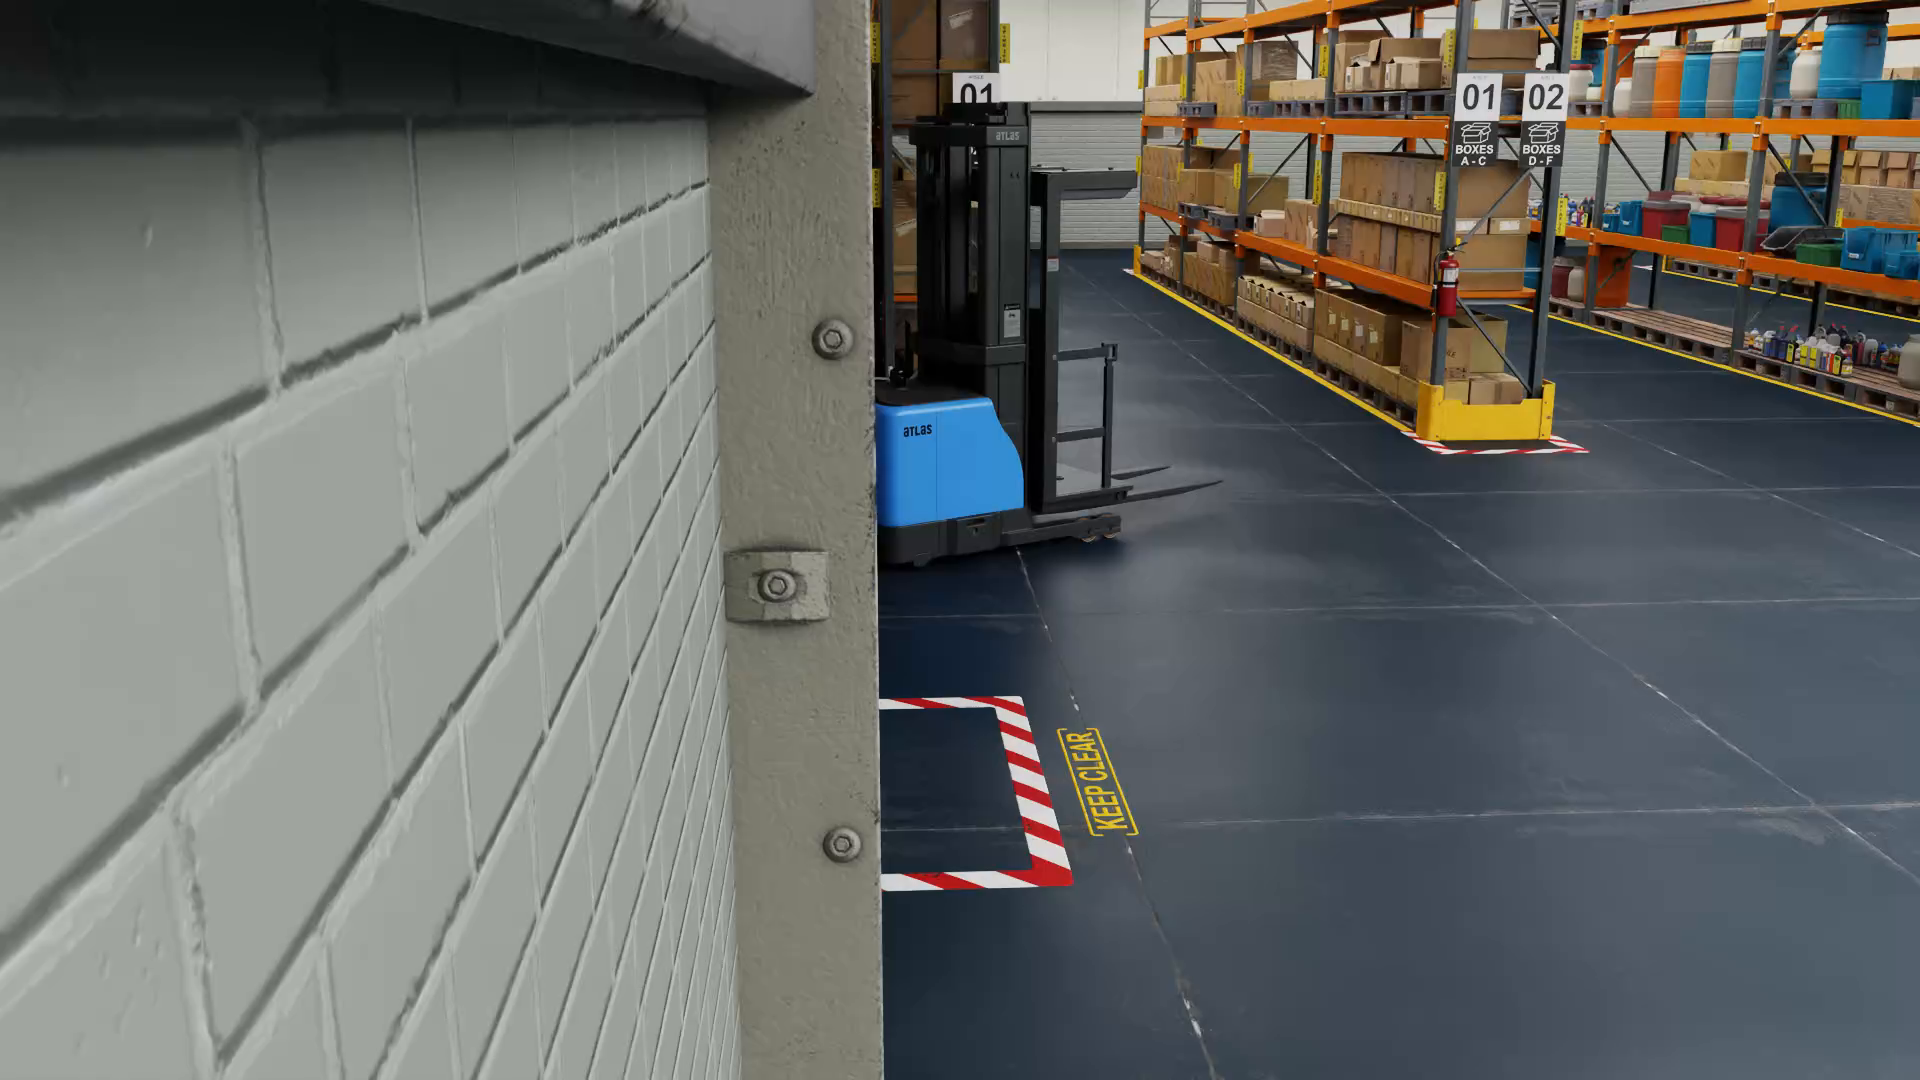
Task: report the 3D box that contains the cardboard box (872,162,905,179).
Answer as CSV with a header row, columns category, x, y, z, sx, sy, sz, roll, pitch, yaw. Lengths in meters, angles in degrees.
category,x,y,z,sx,sy,sz,roll,pitch,yaw
cardboard box,-0.949,-4.991,22.562,0.500,0.250,0.500,0,14,-2

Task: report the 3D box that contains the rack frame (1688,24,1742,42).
category,x,y,z,sx,sy,sz,roll,pitch,yaw
rack frame,13.674,-9.441,30.161,1.000,3.000,0.127,-1,14,-3

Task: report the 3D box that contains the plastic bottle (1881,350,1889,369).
category,x,y,z,sx,sy,sz,roll,pitch,yaw
plastic bottle,9.887,-1.929,17.735,0.097,0.201,0.097,0,14,0

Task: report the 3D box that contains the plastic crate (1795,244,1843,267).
category,x,y,z,sx,sy,sz,roll,pitch,yaw
plastic crate,9.276,-3.030,17.710,0.450,0.188,0.662,-1,14,-3

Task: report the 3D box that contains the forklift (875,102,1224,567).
category,x,y,z,sx,sy,sz,roll,pitch,yaw
forklift,0.518,-1.506,11.496,3.031,2.935,1.130,-9,17,-33

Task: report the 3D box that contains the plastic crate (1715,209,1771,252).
category,x,y,z,sx,sy,sz,roll,pitch,yaw
plastic crate,9.138,-3.622,19.454,0.402,0.464,0.583,-1,14,-3

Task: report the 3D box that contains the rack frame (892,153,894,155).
category,x,y,z,sx,sy,sz,roll,pitch,yaw
rack frame,-1.158,-6.306,30.017,1.000,3.000,0.127,-1,14,-3

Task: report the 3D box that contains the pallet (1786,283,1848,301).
category,x,y,z,sx,sy,sz,roll,pitch,yaw
pallet,14.045,-4.000,26.649,1.003,0.211,1.213,-1,14,-3

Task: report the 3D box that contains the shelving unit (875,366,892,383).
category,x,y,z,sx,sy,sz,roll,pitch,yaw
shelving unit,-0.674,-0.544,11.208,0.258,1.200,0.503,7,16,37

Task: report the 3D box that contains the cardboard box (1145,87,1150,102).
category,x,y,z,sx,sy,sz,roll,pitch,yaw
cardboard box,3.558,-7.874,29.389,0.500,0.250,0.500,-1,14,-3

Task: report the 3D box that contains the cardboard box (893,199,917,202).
category,x,y,z,sx,sy,sz,roll,pitch,yaw
cardboard box,-0.465,-2.995,15.904,0.500,0.500,0.500,-1,14,-5

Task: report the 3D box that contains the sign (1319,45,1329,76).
category,x,y,z,sx,sy,sz,roll,pitch,yaw
sign,3.989,-5.244,18.200,0.100,0.325,0.005,-1,14,-3

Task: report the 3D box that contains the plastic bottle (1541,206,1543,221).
category,x,y,z,sx,sy,sz,roll,pitch,yaw
plastic bottle,8.685,-4.871,24.671,0.061,0.283,0.133,-1,14,-3

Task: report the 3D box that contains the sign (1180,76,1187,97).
category,x,y,z,sx,sy,sz,roll,pitch,yaw
sign,3.493,-7.082,25.974,0.100,0.325,0.005,-1,14,-3

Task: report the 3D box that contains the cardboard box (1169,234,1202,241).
category,x,y,z,sx,sy,sz,roll,pitch,yaw
cardboard box,4.066,-5.255,30.064,0.500,0.500,0.500,-1,14,-3

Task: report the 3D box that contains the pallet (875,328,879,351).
category,x,y,z,sx,sy,sz,roll,pitch,yaw
pallet,-0.543,-2.469,20.700,1.003,0.211,1.213,-1,14,-3

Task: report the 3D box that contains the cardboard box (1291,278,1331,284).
category,x,y,z,sx,sy,sz,roll,pitch,yaw
cardboard box,4.599,-3.282,21.812,0.500,0.311,0.500,-1,14,-4

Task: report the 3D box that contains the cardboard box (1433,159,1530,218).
category,x,y,z,sx,sy,sz,roll,pitch,yaw
cardboard box,4.758,-3.211,15.182,0.700,0.500,0.500,-1,14,-3

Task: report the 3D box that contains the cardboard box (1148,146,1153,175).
category,x,y,z,sx,sy,sz,roll,pitch,yaw
cardboard box,3.591,-6.672,29.232,0.500,0.500,0.500,-1,14,-3

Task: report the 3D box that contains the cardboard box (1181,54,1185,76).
category,x,y,z,sx,sy,sz,roll,pitch,yaw
cardboard box,4.039,-7.746,27.383,0.700,0.500,0.500,-1,14,-3

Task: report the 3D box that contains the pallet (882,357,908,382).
category,x,y,z,sx,sy,sz,roll,pitch,yaw
pallet,-0.337,-1.805,18.119,1.003,0.211,1.213,-1,14,-3

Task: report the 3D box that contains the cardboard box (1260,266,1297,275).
category,x,y,z,sx,sy,sz,roll,pitch,yaw
cardboard box,4.501,-3.644,23.805,0.500,0.500,0.500,-1,14,-5

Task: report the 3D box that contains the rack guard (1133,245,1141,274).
category,x,y,z,sx,sy,sz,roll,pitch,yaw
rack guard,3.791,-5.154,30.556,1.175,0.500,0.348,-1,14,-3

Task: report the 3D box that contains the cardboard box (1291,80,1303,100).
category,x,y,z,sx,sy,sz,roll,pitch,yaw
cardboard box,4.441,-5.593,20.684,0.500,0.250,0.500,-1,14,-5

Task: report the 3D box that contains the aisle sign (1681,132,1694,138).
category,x,y,z,sx,sy,sz,roll,pitch,yaw
aisle sign,13.370,-7.808,30.637,0.394,0.787,0.004,-1,14,-3

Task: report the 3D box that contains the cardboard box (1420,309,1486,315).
category,x,y,z,sx,sy,sz,roll,pitch,yaw
cardboard box,4.890,-2.025,16.547,0.500,0.500,0.500,-1,14,-3

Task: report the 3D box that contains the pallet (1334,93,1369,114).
category,x,y,z,sx,sy,sz,roll,pitch,yaw
pallet,4.608,-4.598,17.533,1.003,0.211,1.213,-1,14,-3

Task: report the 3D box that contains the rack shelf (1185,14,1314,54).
category,x,y,z,sx,sy,sz,roll,pitch,yaw
rack shelf,4.158,-7.255,23.911,1.077,0.370,4.000,-1,14,-3

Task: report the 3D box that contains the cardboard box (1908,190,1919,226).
category,x,y,z,sx,sy,sz,roll,pitch,yaw
cardboard box,13.892,-4.714,23.626,0.500,0.500,0.500,0,14,-2

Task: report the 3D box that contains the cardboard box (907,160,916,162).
category,x,y,z,sx,sy,sz,roll,pitch,yaw
cardboard box,-0.502,-5.257,23.596,0.500,0.250,0.500,-1,14,-3

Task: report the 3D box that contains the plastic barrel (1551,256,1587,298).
category,x,y,z,sx,sy,sz,roll,pitch,yaw
plastic barrel,9.109,-3.908,24.691,0.600,0.588,0.708,-1,14,-3

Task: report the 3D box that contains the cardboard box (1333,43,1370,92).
category,x,y,z,sx,sy,sz,roll,pitch,yaw
cardboard box,4.298,-5.042,17.760,0.500,0.500,0.500,0,14,1

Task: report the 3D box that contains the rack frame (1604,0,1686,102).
category,x,y,z,sx,sy,sz,roll,pitch,yaw
rack frame,9.226,-7.375,22.131,1.000,3.000,0.127,-1,14,-3

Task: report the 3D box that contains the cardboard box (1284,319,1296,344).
category,x,y,z,sx,sy,sz,roll,pitch,yaw
cardboard box,4.185,-2.496,19.882,0.500,0.250,0.500,-1,14,-4

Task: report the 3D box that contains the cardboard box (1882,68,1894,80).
category,x,y,z,sx,sy,sz,roll,pitch,yaw
cardboard box,14.022,-6.760,24.711,0.797,0.503,0.637,-1,14,-4

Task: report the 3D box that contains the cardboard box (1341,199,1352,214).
category,x,y,z,sx,sy,sz,roll,pitch,yaw
cardboard box,4.369,-3.630,18.112,0.380,0.149,0.250,-1,14,-3

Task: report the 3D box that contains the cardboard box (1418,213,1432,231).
category,x,y,z,sx,sy,sz,roll,pitch,yaw
cardboard box,4.530,-2.988,15.617,0.380,0.149,0.250,-1,14,-4

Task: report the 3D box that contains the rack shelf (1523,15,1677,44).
category,x,y,z,sx,sy,sz,roll,pitch,yaw
rack shelf,9.102,-7.330,24.204,1.077,0.370,4.000,-1,14,-3

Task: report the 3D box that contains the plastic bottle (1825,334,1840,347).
category,x,y,z,sx,sy,sz,roll,pitch,yaw
plastic bottle,9.667,-2.157,18.473,0.152,0.276,0.135,-1,14,-3

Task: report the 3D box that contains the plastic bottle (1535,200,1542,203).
category,x,y,z,sx,sy,sz,roll,pitch,yaw
plastic bottle,8.836,-5.056,25.405,0.152,0.276,0.135,-1,14,-3

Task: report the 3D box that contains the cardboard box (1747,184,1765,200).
category,x,y,z,sx,sy,sz,roll,pitch,yaw
cardboard box,13.598,-5.847,27.935,0.500,0.250,0.500,0,14,-2

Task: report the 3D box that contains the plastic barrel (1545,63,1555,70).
category,x,y,z,sx,sy,sz,roll,pitch,yaw
plastic barrel,9.237,-6.988,25.426,0.600,0.588,0.600,0,14,0

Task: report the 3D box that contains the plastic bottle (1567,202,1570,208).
category,x,y,z,sx,sy,sz,roll,pitch,yaw
plastic bottle,9.264,-5.053,25.404,0.097,0.271,0.097,0,14,0

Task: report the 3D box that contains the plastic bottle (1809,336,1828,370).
category,x,y,z,sx,sy,sz,roll,pitch,yaw
plastic bottle,9.159,-1.999,17.710,0.144,0.351,0.185,0,14,-1

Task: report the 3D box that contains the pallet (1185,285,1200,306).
category,x,y,z,sx,sy,sz,roll,pitch,yaw
pallet,4.122,-3.837,26.015,1.003,0.211,1.213,-1,14,-3

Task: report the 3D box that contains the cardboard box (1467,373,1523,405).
category,x,y,z,sx,sy,sz,roll,pitch,yaw
cardboard box,4.966,-1.413,15.675,0.500,0.250,0.500,-1,14,-3

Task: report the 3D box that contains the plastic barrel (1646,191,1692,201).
category,x,y,z,sx,sy,sz,roll,pitch,yaw
plastic barrel,9.557,-4.425,22.432,0.600,0.536,0.708,-1,14,-3

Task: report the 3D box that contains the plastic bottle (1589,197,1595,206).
category,x,y,z,sx,sy,sz,roll,pitch,yaw
plastic bottle,9.430,-4.943,24.818,0.144,0.351,0.185,-1,14,-3

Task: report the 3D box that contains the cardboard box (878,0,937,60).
category,x,y,z,sx,sy,sz,roll,pitch,yaw
cardboard box,-0.454,-4.425,14.440,0.500,0.500,0.500,0,14,-1

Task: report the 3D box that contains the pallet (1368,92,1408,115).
category,x,y,z,sx,sy,sz,roll,pitch,yaw
pallet,4.681,-4.295,16.357,1.003,0.211,1.213,-1,14,-3

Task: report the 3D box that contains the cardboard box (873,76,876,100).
category,x,y,z,sx,sy,sz,roll,pitch,yaw
cardboard box,-0.847,-5.645,21.186,0.500,0.500,0.500,-1,14,-3

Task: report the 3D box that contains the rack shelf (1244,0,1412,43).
category,x,y,z,sx,sy,sz,roll,pitch,yaw
rack shelf,4.406,-6.260,20.044,1.077,0.370,4.000,-1,14,-3

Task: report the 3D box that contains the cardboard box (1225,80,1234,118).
category,x,y,z,sx,sy,sz,roll,pitch,yaw
cardboard box,4.190,-6.130,23.112,0.910,0.500,0.500,-1,14,-3
